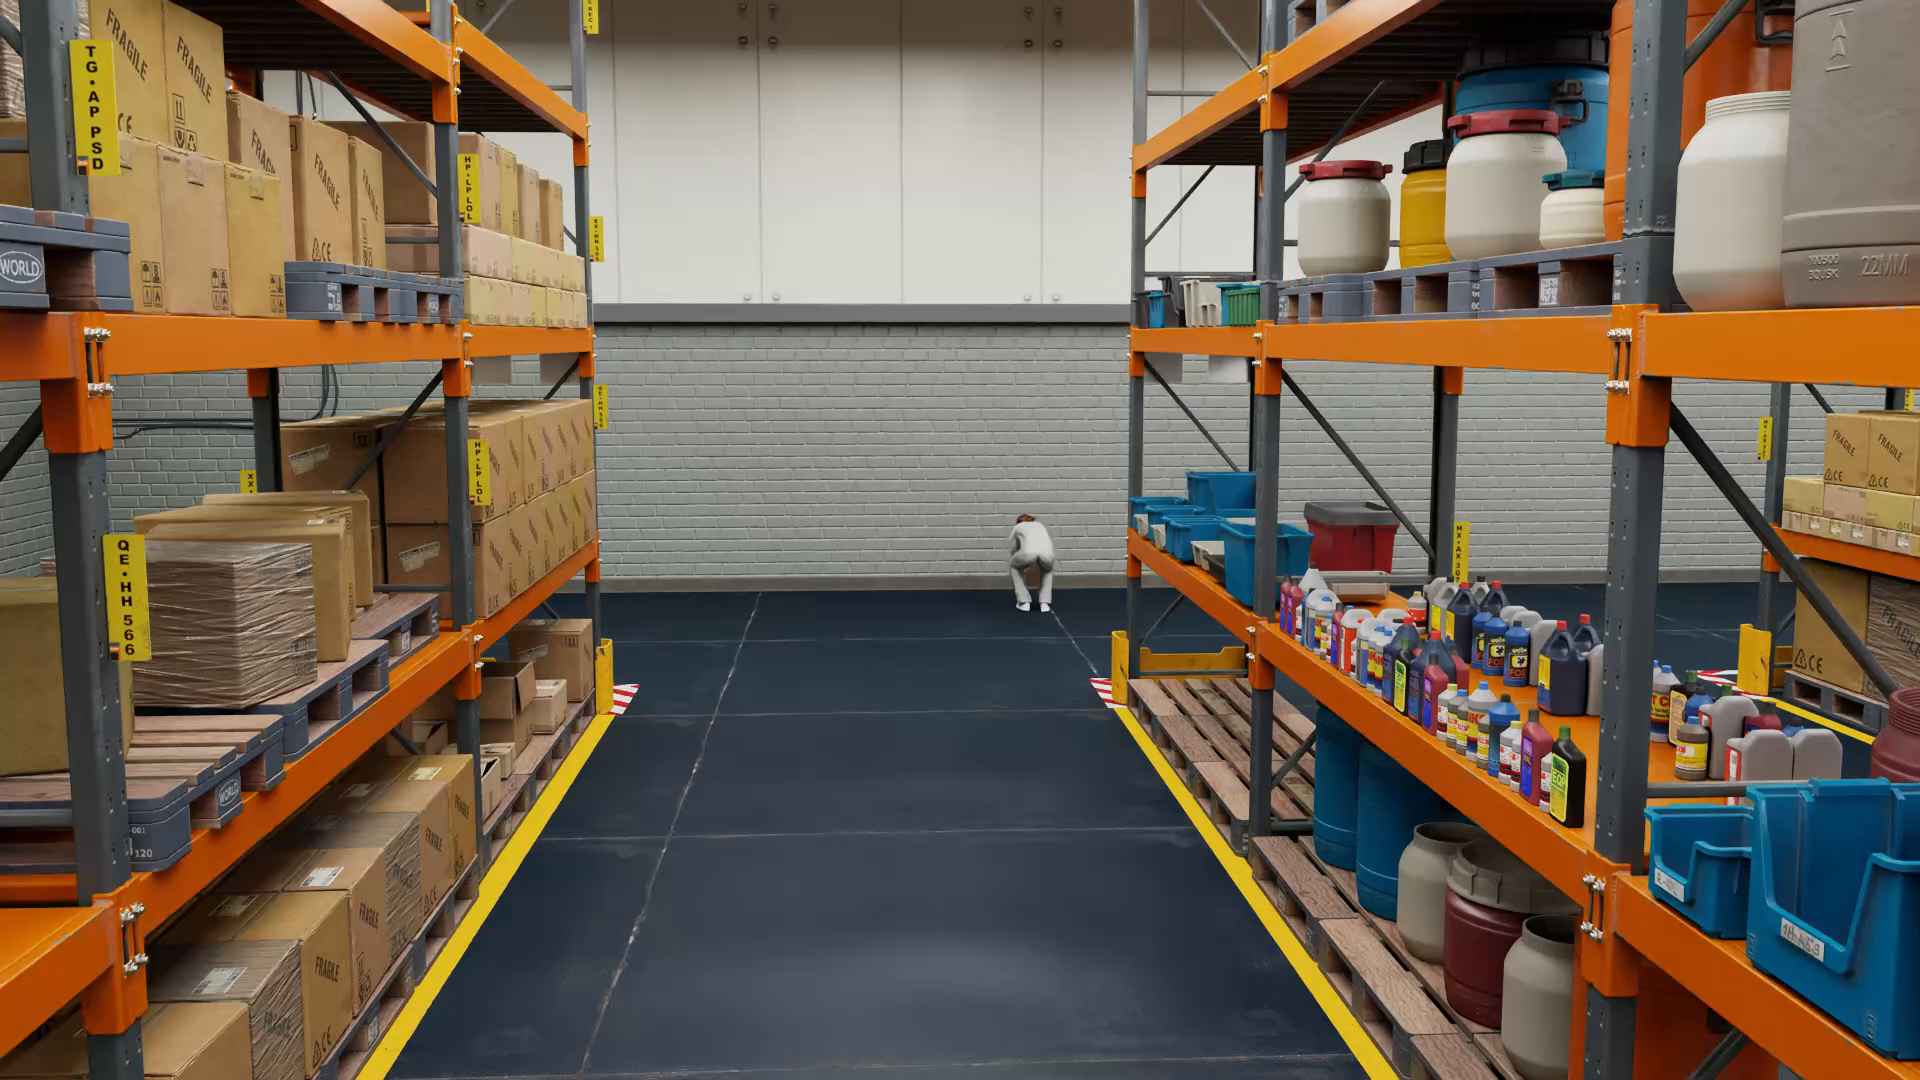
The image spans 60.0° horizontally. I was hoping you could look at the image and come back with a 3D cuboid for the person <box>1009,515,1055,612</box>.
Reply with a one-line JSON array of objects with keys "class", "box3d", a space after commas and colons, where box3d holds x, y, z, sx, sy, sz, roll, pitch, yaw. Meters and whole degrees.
[{"class": "person", "box3d": [0.732, 0.227, 16.921, 0.460, 0.946, 0.848, -1, 7, -6]}]
